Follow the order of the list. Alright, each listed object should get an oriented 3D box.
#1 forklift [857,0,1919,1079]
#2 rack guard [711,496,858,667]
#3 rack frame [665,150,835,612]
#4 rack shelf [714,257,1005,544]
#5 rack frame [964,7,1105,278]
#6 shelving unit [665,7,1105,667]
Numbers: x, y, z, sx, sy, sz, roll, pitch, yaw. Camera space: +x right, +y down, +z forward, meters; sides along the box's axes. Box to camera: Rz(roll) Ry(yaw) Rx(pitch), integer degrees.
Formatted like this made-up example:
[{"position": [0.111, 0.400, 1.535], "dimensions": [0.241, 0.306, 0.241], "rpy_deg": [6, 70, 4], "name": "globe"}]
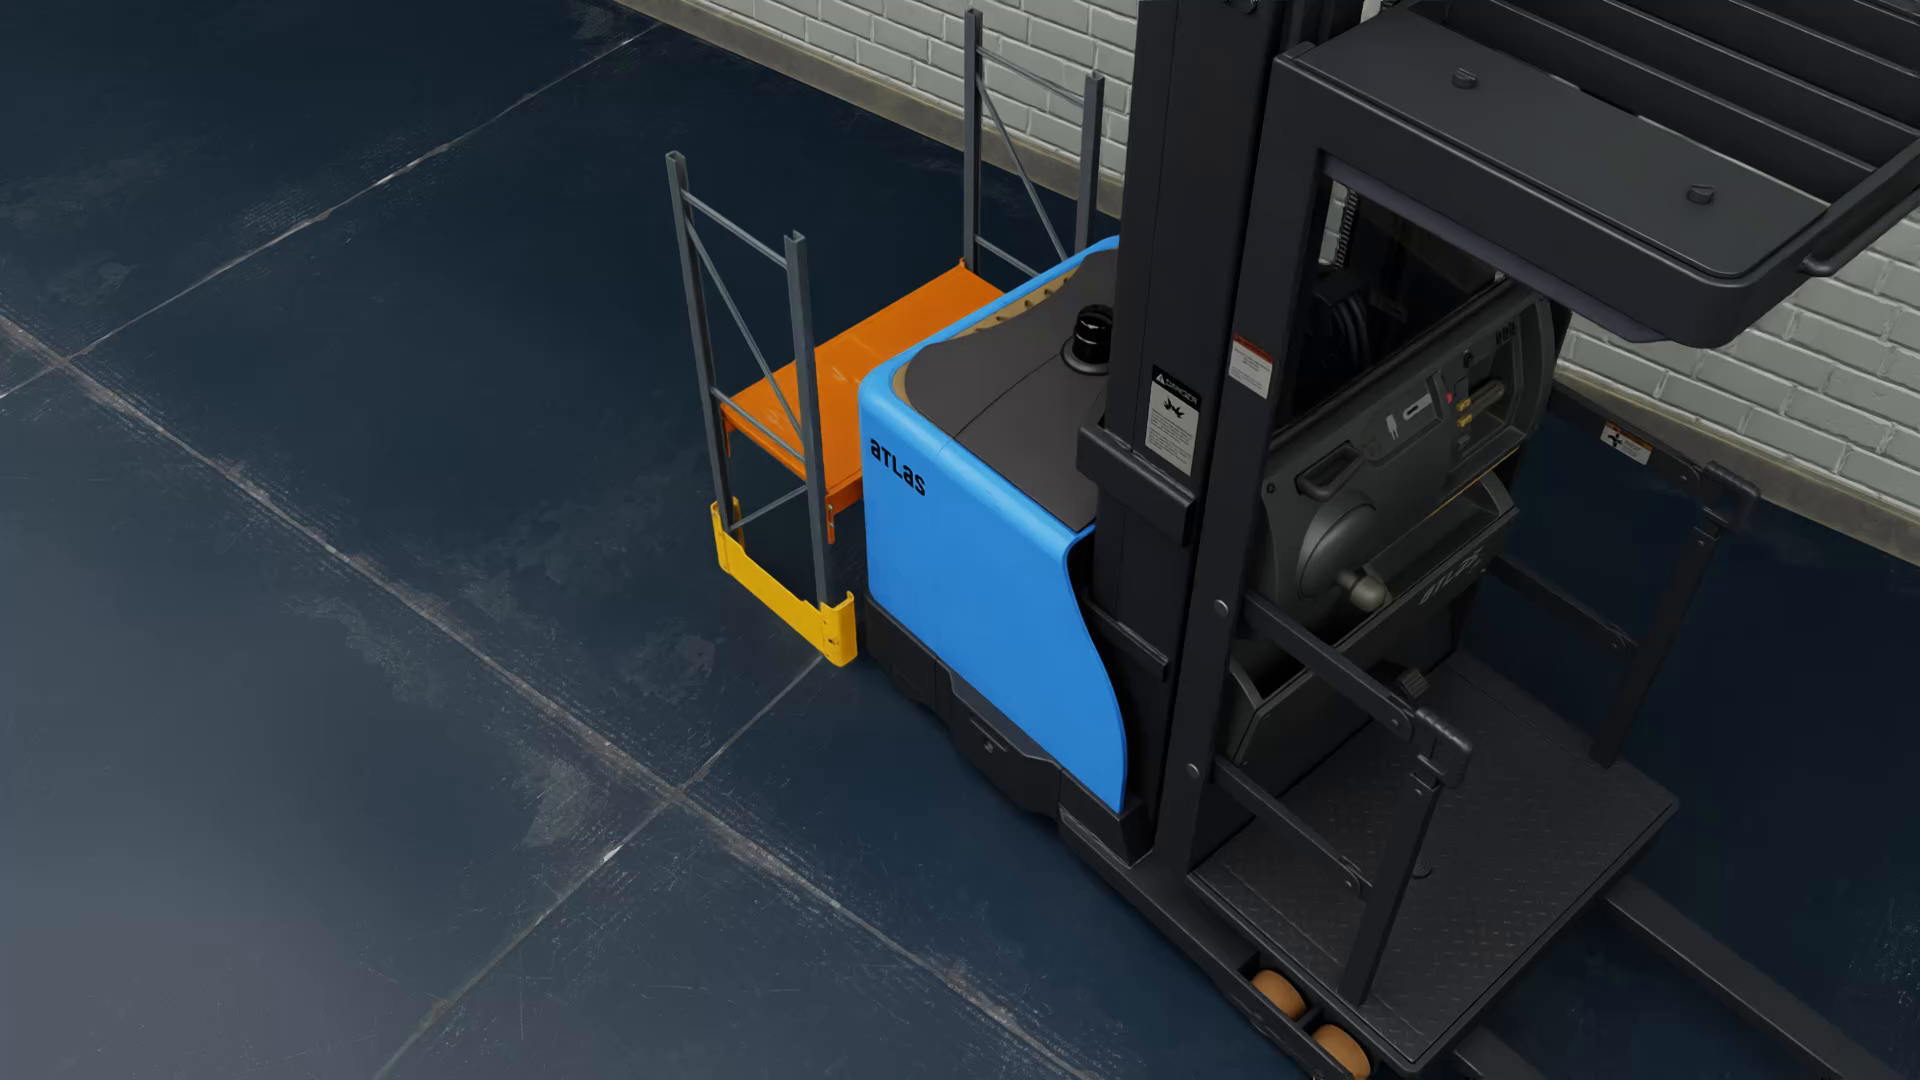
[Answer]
[{"position": [1.080, -0.111, 3.329], "dimensions": [1.130, 2.935, 3.031], "rpy_deg": [-33, 54, -27], "name": "forklift"}, {"position": [-0.526, 0.118, 4.964], "dimensions": [0.087, 0.250, 0.587], "rpy_deg": [-35, 55, -29], "name": "rack guard"}, {"position": [-0.540, -0.304, 4.503], "dimensions": [0.032, 1.500, 0.500], "rpy_deg": [-35, 55, -29], "name": "rack frame"}, {"position": [-0.173, -0.434, 4.876], "dimensions": [1.000, 0.185, 0.538], "rpy_deg": [-35, 55, -29], "name": "rack shelf"}, {"position": [0.195, -0.812, 4.988], "dimensions": [0.032, 1.500, 0.500], "rpy_deg": [-35, 55, -29], "name": "rack frame"}, {"position": [-0.166, -0.562, 4.750], "dimensions": [1.083, 1.500, 0.587], "rpy_deg": [-35, 55, -29], "name": "shelving unit"}]
